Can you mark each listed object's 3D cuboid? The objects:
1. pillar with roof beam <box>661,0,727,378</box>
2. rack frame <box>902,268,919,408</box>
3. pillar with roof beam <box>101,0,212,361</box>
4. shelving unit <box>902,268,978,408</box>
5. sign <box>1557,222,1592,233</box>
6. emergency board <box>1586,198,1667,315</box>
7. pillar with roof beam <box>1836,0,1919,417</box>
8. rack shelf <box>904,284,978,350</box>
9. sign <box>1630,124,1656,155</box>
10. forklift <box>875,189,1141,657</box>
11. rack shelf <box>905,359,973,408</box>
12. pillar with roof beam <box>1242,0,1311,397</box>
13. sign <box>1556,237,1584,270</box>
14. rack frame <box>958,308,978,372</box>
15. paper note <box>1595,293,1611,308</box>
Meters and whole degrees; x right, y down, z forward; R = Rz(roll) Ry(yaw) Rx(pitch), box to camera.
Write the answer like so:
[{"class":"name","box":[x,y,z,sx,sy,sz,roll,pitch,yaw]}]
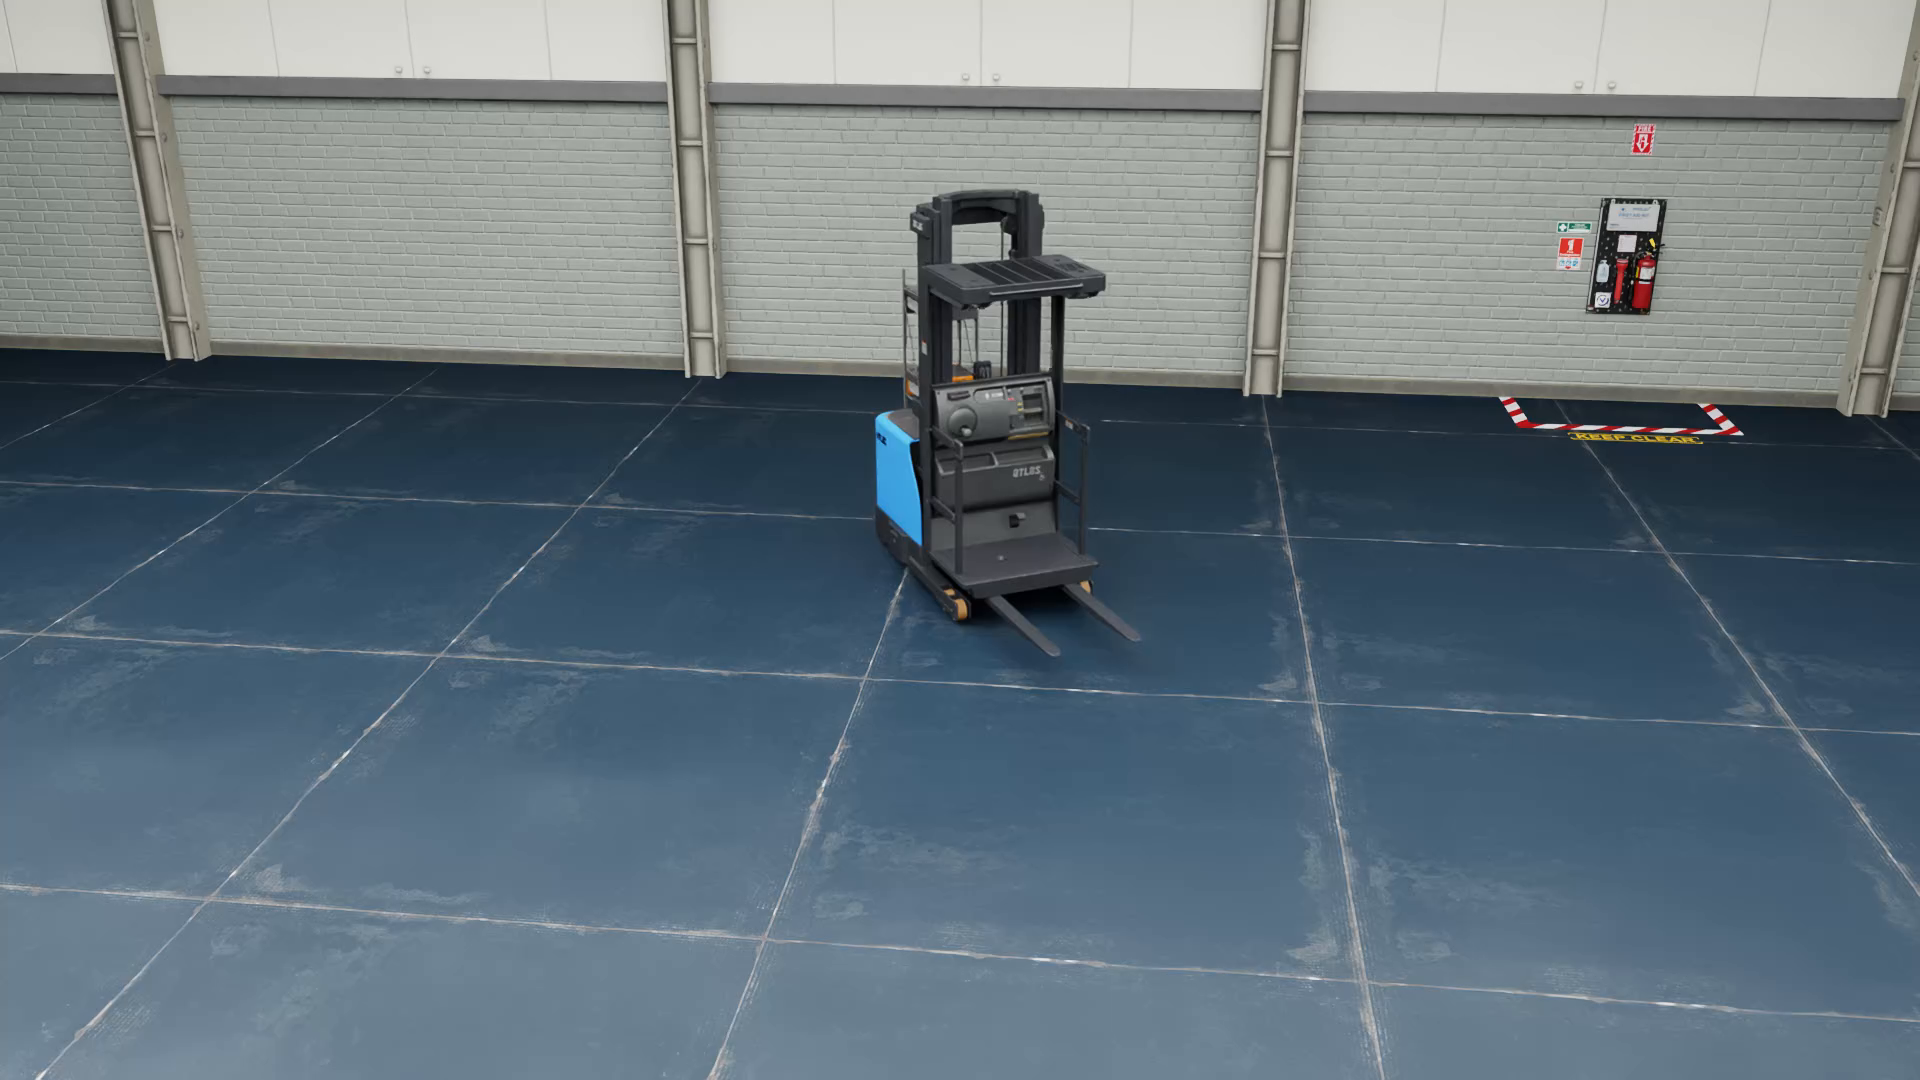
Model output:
[{"class":"pillar with roof beam","box":[-3.281,-4.429,12.562,0.400,9.000,9.100,2,22,6]},{"class":"rack frame","box":[-0.385,-1.150,13.651,0.015,2.100,0.400,-9,23,-21]},{"class":"pillar with roof beam","box":[-9.239,-4.688,13.219,0.400,9.000,9.100,2,22,6]},{"class":"shelving unit","box":[-0.160,-1.184,13.738,0.503,2.100,0.431,-9,23,-21]},{"class":"sign","box":[6.159,-3.134,16.676,0.331,0.109,0.001,2,22,6]},{"class":"emergency board","box":[6.693,-2.812,16.633,0.643,1.169,0.194,2,22,6]},{"class":"pillar with roof beam","box":[8.636,-3.910,11.249,0.400,9.000,9.100,2,22,6]},{"class":"rack shelf","box":[-0.160,-1.822,13.486,0.480,0.518,0.431,-9,23,-21]},{"class":"sign","box":[6.697,-3.927,16.300,0.199,0.298,0.001,2,22,6]},{"class":"forklift","box":[0.344,-0.947,12.007,1.130,2.935,3.031,-9,23,-21]},{"class":"rack shelf","box":[-0.160,-1.171,13.743,0.480,0.518,0.431,-9,23,-21]},{"class":"pillar with roof beam","box":[2.678,-4.169,11.906,0.400,9.000,9.100,2,22,6]},{"class":"sign","box":[6.156,-2.891,16.782,0.234,0.329,0.001,2,22,6]},{"class":"rack frame","box":[0.065,-1.218,13.825,0.015,2.100,0.400,-9,23,-21]},{"class":"paper note","box":[6.525,-2.436,16.878,0.142,0.148,0.016,2,22,6]}]
